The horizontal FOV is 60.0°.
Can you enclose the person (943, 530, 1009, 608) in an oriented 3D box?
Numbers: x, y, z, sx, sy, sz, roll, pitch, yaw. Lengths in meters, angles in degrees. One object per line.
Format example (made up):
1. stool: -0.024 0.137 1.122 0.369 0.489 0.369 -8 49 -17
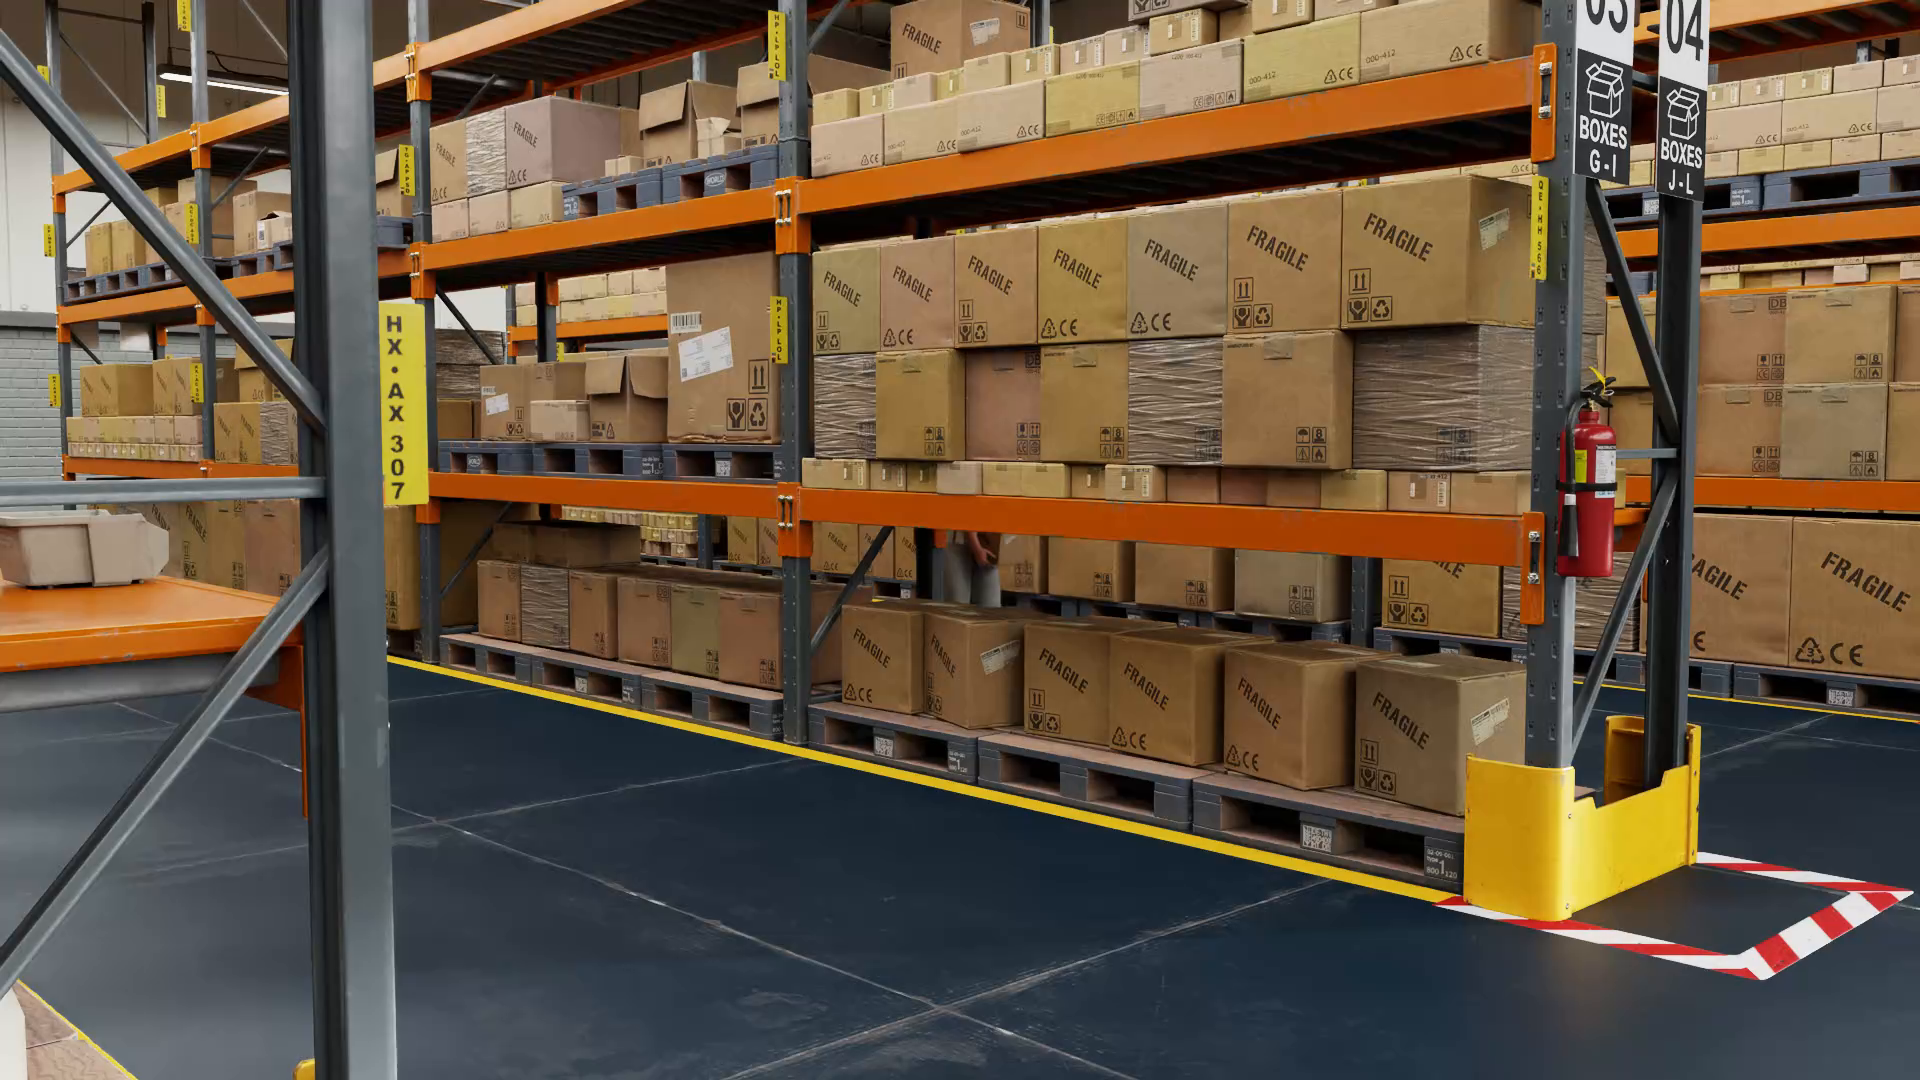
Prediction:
1. person: 0.039 0.018 10.353 0.437 1.761 0.551 4 5 45
